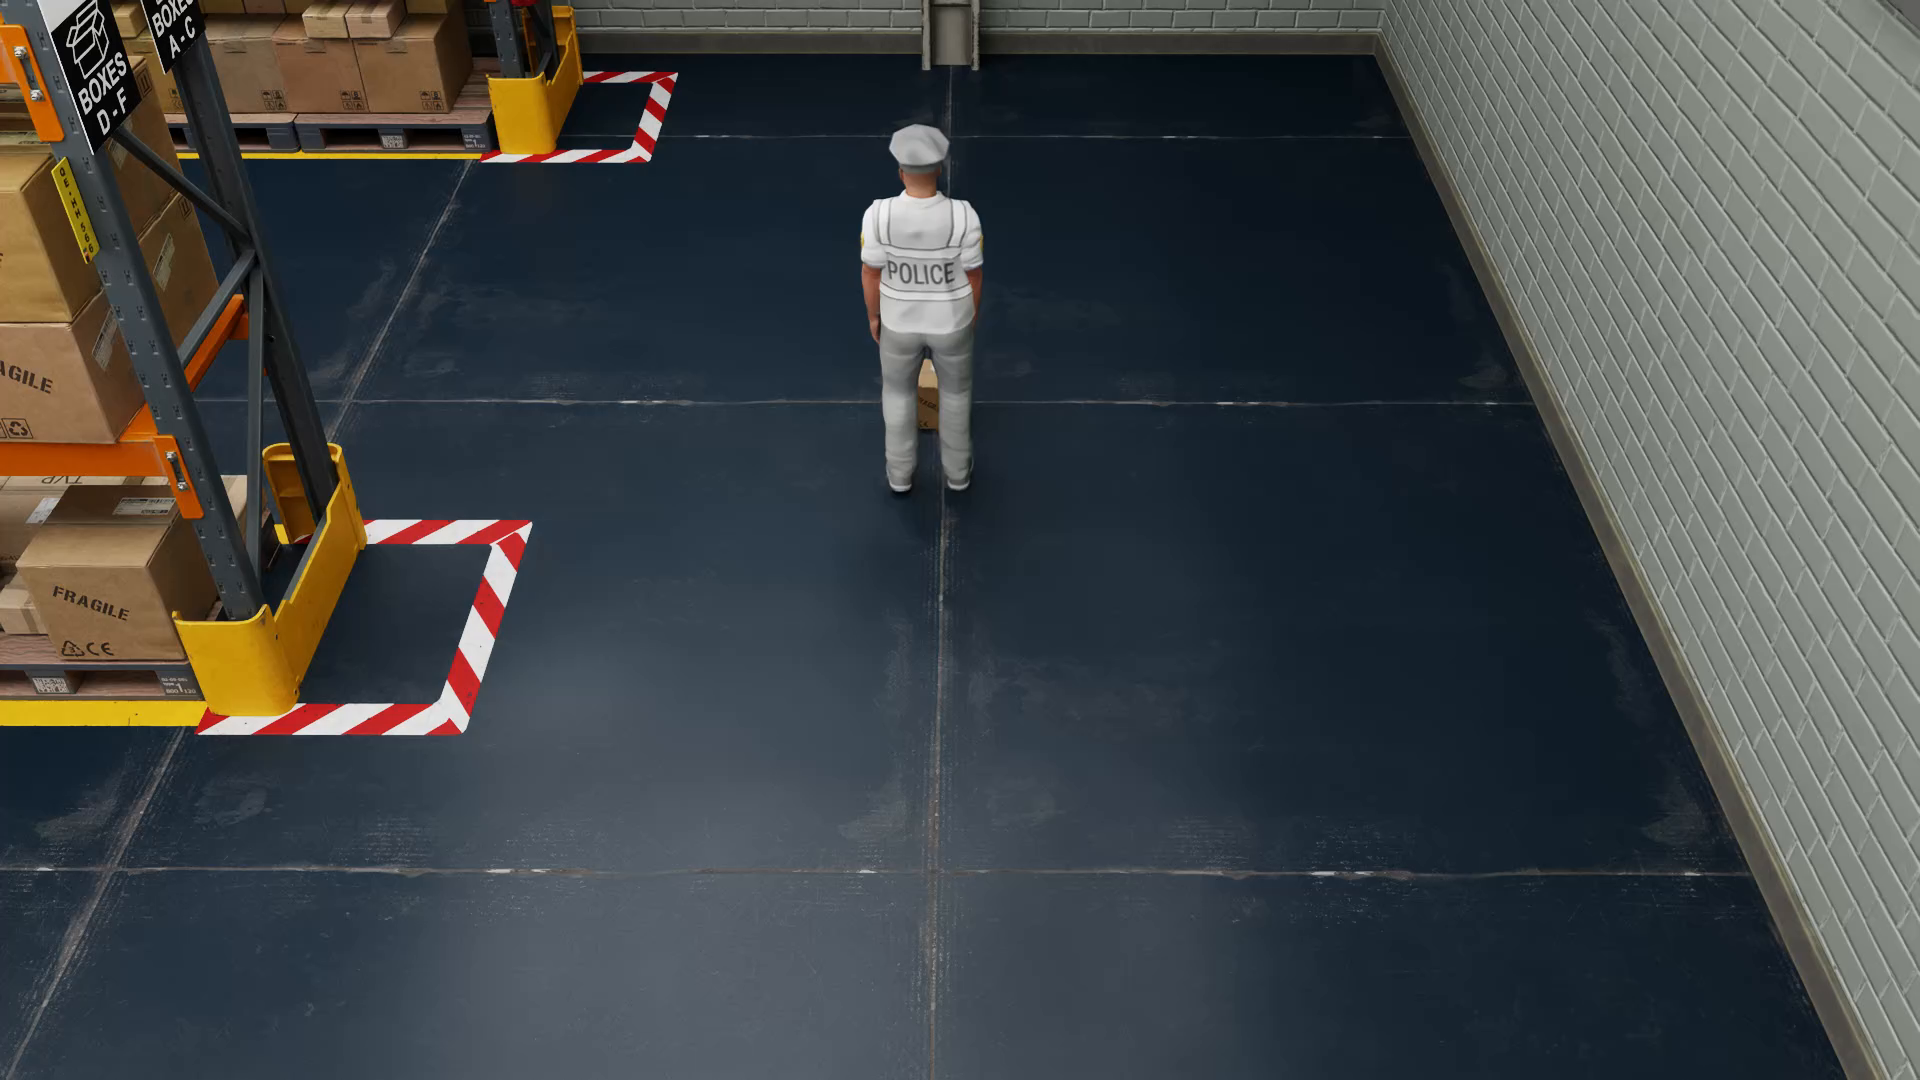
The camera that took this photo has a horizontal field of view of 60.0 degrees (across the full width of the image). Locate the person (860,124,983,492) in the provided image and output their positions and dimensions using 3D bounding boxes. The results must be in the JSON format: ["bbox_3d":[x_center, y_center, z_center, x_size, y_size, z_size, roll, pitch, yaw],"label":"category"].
[{"bbox_3d":[-0.163,-0.983,7.369,0.527,1.758,0.393,1,39,1],"label":"person"}]
